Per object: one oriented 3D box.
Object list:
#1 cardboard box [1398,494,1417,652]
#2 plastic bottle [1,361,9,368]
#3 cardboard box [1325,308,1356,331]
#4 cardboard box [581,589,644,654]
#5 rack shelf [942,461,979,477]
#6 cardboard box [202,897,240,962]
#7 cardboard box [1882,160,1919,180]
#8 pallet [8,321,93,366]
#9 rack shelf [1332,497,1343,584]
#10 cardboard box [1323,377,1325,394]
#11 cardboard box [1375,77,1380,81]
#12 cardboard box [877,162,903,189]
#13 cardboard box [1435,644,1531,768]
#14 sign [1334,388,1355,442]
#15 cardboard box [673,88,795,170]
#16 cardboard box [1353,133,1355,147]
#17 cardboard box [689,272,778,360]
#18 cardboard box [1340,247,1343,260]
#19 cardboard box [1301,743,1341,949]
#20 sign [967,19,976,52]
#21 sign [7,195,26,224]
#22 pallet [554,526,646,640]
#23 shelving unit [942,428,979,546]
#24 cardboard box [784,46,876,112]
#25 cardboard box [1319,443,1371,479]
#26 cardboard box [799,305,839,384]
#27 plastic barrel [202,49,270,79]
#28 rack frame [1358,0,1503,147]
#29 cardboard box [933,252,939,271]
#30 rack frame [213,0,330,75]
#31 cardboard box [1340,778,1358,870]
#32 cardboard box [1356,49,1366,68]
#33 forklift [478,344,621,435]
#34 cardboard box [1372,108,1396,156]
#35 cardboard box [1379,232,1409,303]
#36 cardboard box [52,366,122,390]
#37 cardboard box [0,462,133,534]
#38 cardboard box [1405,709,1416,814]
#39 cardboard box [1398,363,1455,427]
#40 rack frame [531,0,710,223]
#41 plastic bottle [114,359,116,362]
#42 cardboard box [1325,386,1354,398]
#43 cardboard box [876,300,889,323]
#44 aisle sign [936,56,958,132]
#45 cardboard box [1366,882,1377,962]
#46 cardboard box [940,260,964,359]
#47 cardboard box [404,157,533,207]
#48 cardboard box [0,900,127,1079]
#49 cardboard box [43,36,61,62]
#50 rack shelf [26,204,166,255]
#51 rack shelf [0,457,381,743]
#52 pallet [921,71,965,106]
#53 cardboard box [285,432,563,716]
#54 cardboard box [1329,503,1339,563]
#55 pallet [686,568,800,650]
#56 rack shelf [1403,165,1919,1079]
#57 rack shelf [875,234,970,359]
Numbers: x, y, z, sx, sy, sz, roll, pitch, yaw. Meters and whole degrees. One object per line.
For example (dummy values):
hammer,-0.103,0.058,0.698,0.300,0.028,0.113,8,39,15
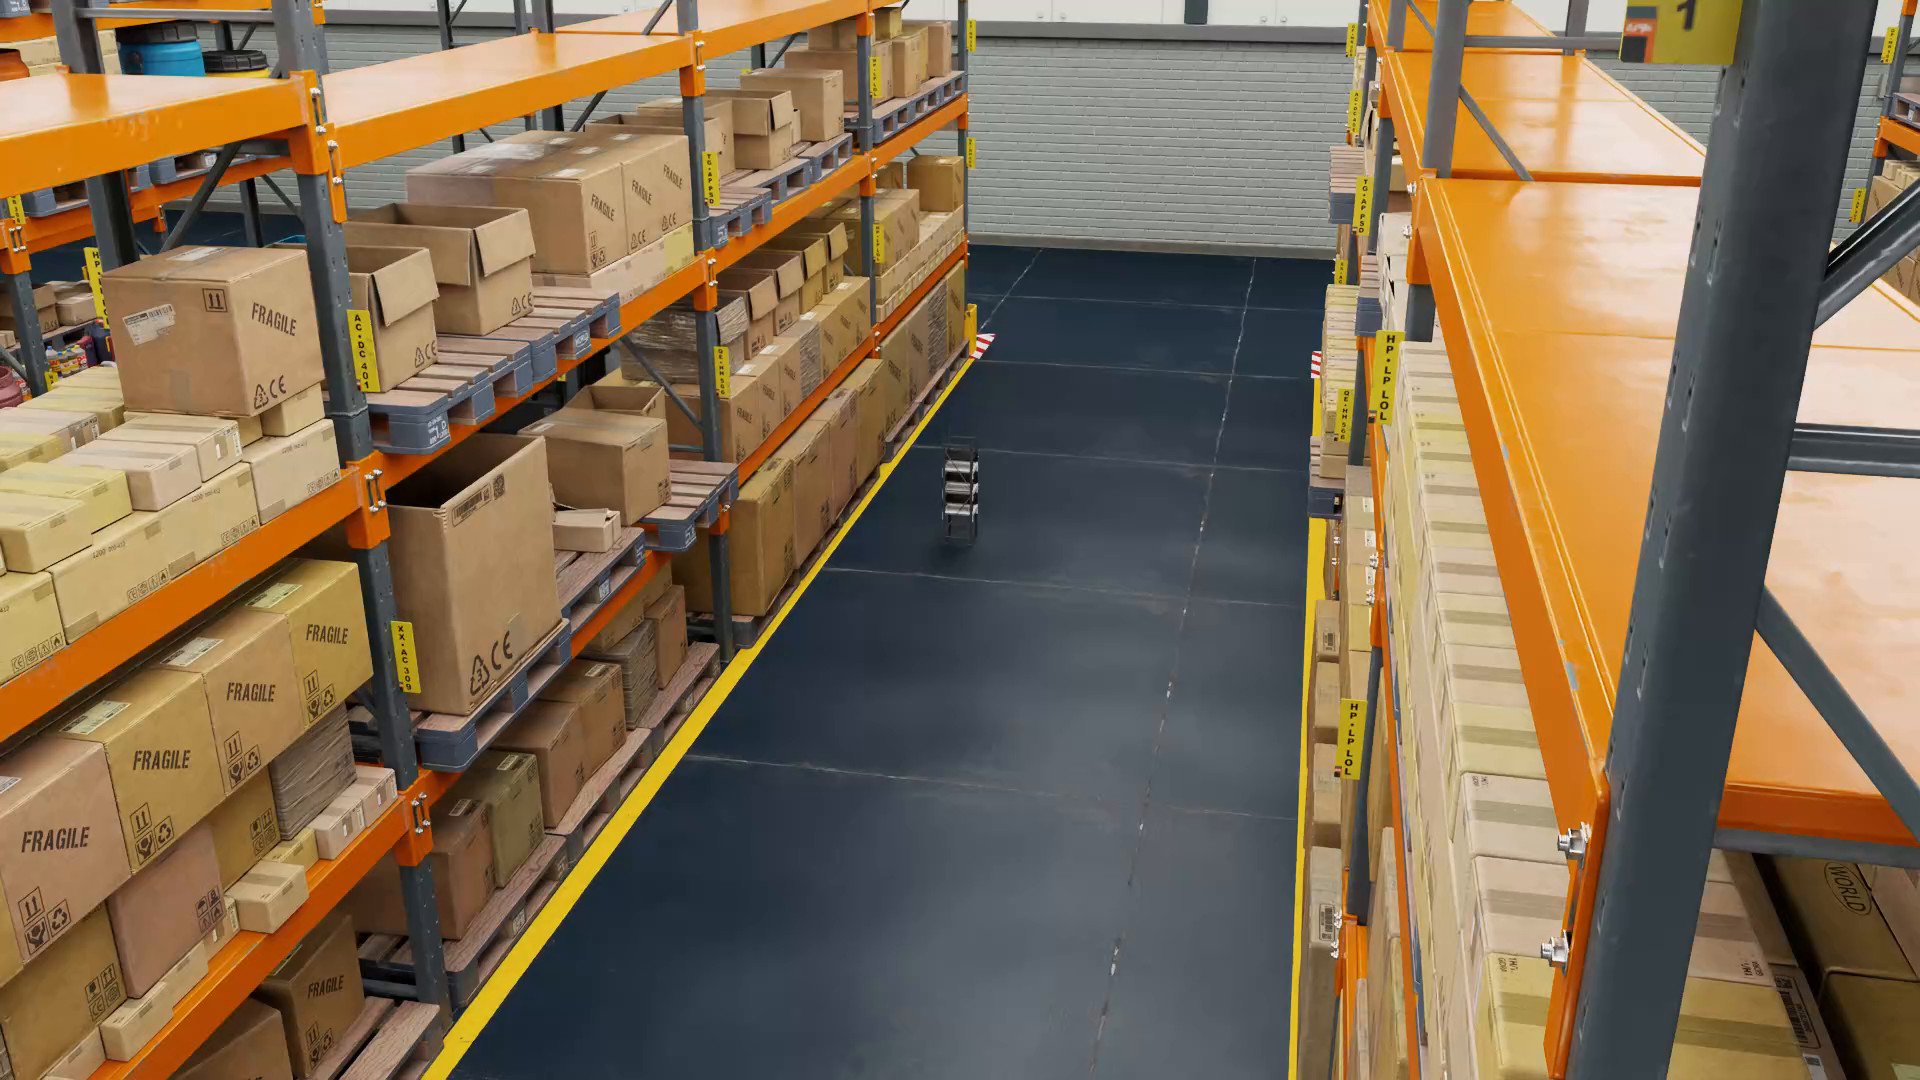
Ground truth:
cardboard box,1.393,0.097,4.220,0.500,0.250,0.500,4,22,10
plastic bottle,-7.185,-1.195,12.493,0.061,0.283,0.133,4,22,11
cardboard box,2.913,-1.613,12.351,0.380,0.149,0.250,4,22,10
cardboard box,-2.254,0.443,10.023,0.500,0.250,0.500,7,23,17
rack shelf,0.002,-0.556,13.168,0.258,0.077,0.200,4,22,11
cardboard box,-2.913,1.432,6.148,0.380,0.149,0.250,4,22,11
cardboard box,8.942,-3.480,15.668,0.380,0.149,0.250,5,22,12
pallet,-10.541,-2.231,18.642,1.003,0.211,1.213,4,22,11
rack shelf,3.195,-0.590,11.796,1.077,0.370,4.000,4,22,11
cardboard box,2.650,-1.000,11.228,0.380,0.149,0.250,4,22,11
cardboard box,3.443,-3.626,13.355,0.380,0.149,0.250,5,22,12
cardboard box,-0.880,-3.611,17.134,0.500,0.500,0.500,4,22,10
cardboard box,1.099,0.328,3.112,0.380,0.149,0.250,5,22,11
sign,2.253,-0.730,9.738,0.100,0.325,0.005,4,22,11
cardboard box,-1.652,-2.990,12.077,0.797,0.503,0.637,4,22,10
cardboard box,3.552,-3.358,13.893,0.500,0.250,0.500,4,22,11
cardboard box,-1.748,-1.623,11.922,0.797,0.503,0.637,5,22,12
cardboard box,3.532,-2.227,14.367,0.500,0.500,0.500,4,22,9
cardboard box,2.210,1.533,8.011,1.050,0.750,0.750,4,22,11
sign,0.112,-5.252,17.314,0.100,0.325,0.005,4,22,11
sign,-6.357,-2.288,11.175,0.100,0.325,0.005,4,22,11
pallet,-2.412,0.209,9.106,1.003,0.211,1.213,4,22,11
shelving unit,0.002,-0.420,13.223,0.258,0.900,0.210,4,22,11
cardboard box,-1.131,-4.040,14.554,0.700,0.500,0.500,3,22,8
cardboard box,2.437,-0.486,10.349,0.380,0.149,0.250,5,22,12
cardboard box,-1.268,-1.552,13.089,0.500,0.500,0.500,4,22,10
plastic barrel,-6.068,-3.772,13.904,0.600,0.588,0.600,0,22,0
rack frame,3.603,-4.438,12.357,1.000,3.000,0.127,4,22,11
cardboard box,-0.426,-2.792,16.638,0.380,0.149,0.250,5,22,11
rack frame,-6.081,-5.230,14.325,1.000,3.000,0.127,4,22,11
cardboard box,1.815,1.013,6.719,0.500,0.500,0.500,4,22,11
cardboard box,3.883,-4.481,15.477,0.380,0.149,0.250,5,22,12
forklift,-3.541,-1.523,13.243,1.130,2.935,3.031,6,23,14
cardboard box,2.857,-2.624,10.712,0.396,0.266,0.258,4,22,11
cardboard box,2.321,-1.324,8.145,0.500,0.250,0.500,5,22,12
cardboard box,-3.233,-0.555,6.400,0.380,0.149,0.250,4,22,9
cardboard box,-2.914,-0.129,5.341,0.380,0.149,0.250,5,23,13
cardboard box,1.202,0.513,3.721,0.380,0.149,0.250,5,22,12
cardboard box,1.512,-0.414,4.955,0.380,0.149,0.250,4,22,10
rack frame,-2.048,-3.390,9.755,1.000,3.000,0.127,4,22,11
plastic bottle,-6.407,-1.273,12.701,0.097,0.271,0.097,0,22,0
cardboard box,2.491,-0.852,10.462,0.380,0.149,0.250,4,22,10
cardboard box,-0.846,-2.036,14.761,0.380,0.149,0.250,5,22,11
aisle sign,-0.108,-4.742,17.663,0.394,0.787,0.004,4,22,11
cardboard box,1.907,1.337,5.848,0.875,0.550,0.550,4,22,11
cardboard box,-0.468,-2.502,17.863,0.875,0.875,0.875,4,22,11
cardboard box,-2.599,-1.755,8.907,0.500,0.500,0.500,4,22,9
cardboard box,-3.299,1.382,5.406,0.875,0.500,0.500,4,22,11
cardboard box,-10.070,-5.453,18.424,0.500,0.250,0.500,4,22,11
rack shelf,-10.521,-3.224,18.337,1.077,0.370,4.000,4,22,11
rack shelf,-3.273,0.530,5.001,1.077,0.370,4.000,4,22,11
pallet,-0.557,-4.611,16.921,1.003,0.211,1.213,4,22,11
cardboard box,-2.565,0.103,7.748,1.000,1.000,1.000,5,22,11
cardboard box,2.762,-0.031,11.225,0.500,0.250,0.500,5,22,12
pallet,-1.814,0.404,12.098,1.003,0.211,1.213,4,22,11
rack shelf,1.562,-0.261,3.485,1.077,0.370,4.000,4,22,11
rack shelf,-0.824,-2.468,16.459,1.077,0.370,4.000,4,22,11
